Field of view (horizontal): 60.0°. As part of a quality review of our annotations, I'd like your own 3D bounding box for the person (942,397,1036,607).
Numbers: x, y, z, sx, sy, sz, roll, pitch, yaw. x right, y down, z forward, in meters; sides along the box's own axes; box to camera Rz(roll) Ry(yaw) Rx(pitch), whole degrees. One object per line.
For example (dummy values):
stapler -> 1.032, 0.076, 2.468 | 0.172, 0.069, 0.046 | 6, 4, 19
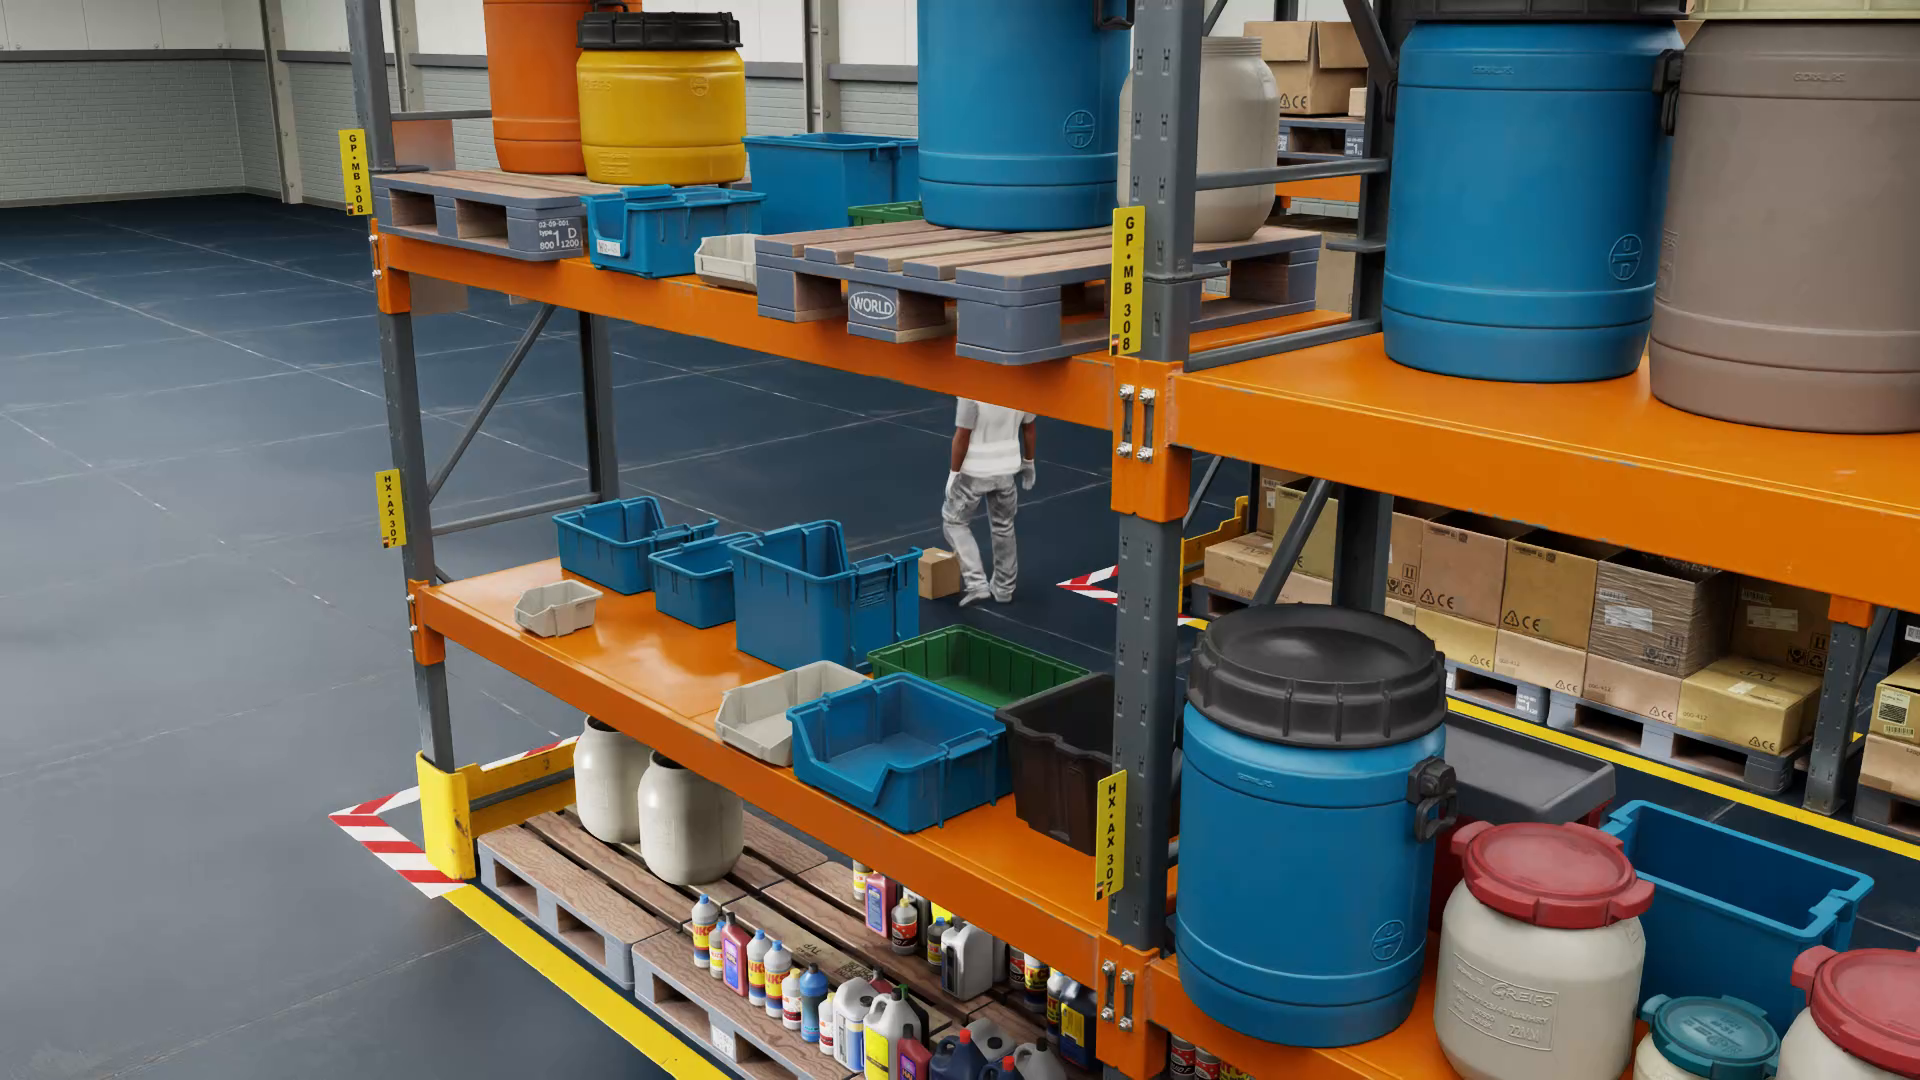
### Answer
person -> 0.174, -0.429, 10.351 | 0.677, 1.781, 0.540 | -10, 20, -30
